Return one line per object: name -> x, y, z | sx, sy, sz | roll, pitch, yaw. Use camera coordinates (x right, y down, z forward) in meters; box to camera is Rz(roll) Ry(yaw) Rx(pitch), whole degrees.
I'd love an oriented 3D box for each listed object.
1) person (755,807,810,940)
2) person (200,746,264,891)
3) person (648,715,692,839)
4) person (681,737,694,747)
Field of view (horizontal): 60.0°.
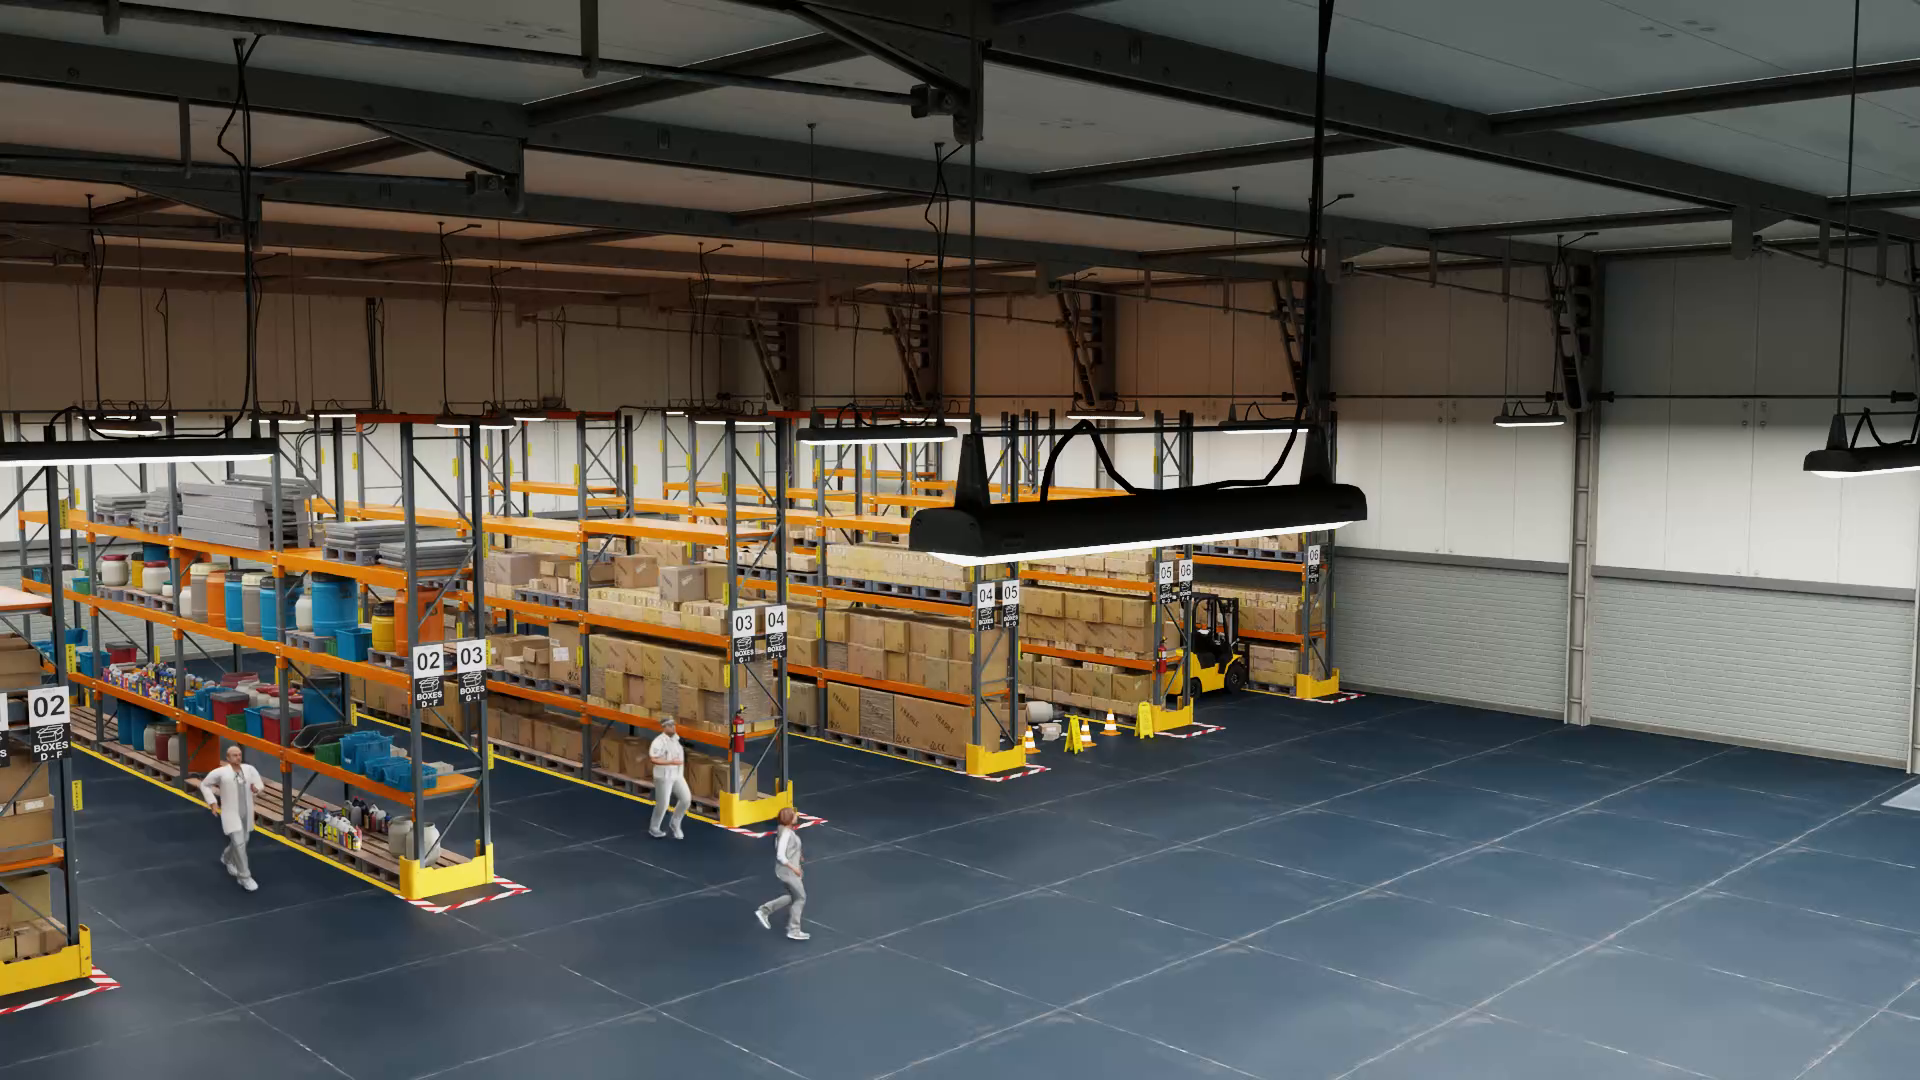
person -> -2.066, 3.881, 19.334 | 0.636, 1.580, 0.539 | -1, 5, -14
person -> -9.345, 3.549, 21.481 | 1.042, 1.784, 0.686 | 4, 6, 37
person -> -4.121, 3.404, 23.729 | 0.663, 1.844, 0.669 | 3, 6, 35
person -> -4.888, 2.934, 29.893 | 0.547, 1.599, 0.638 | 4, 6, 40
